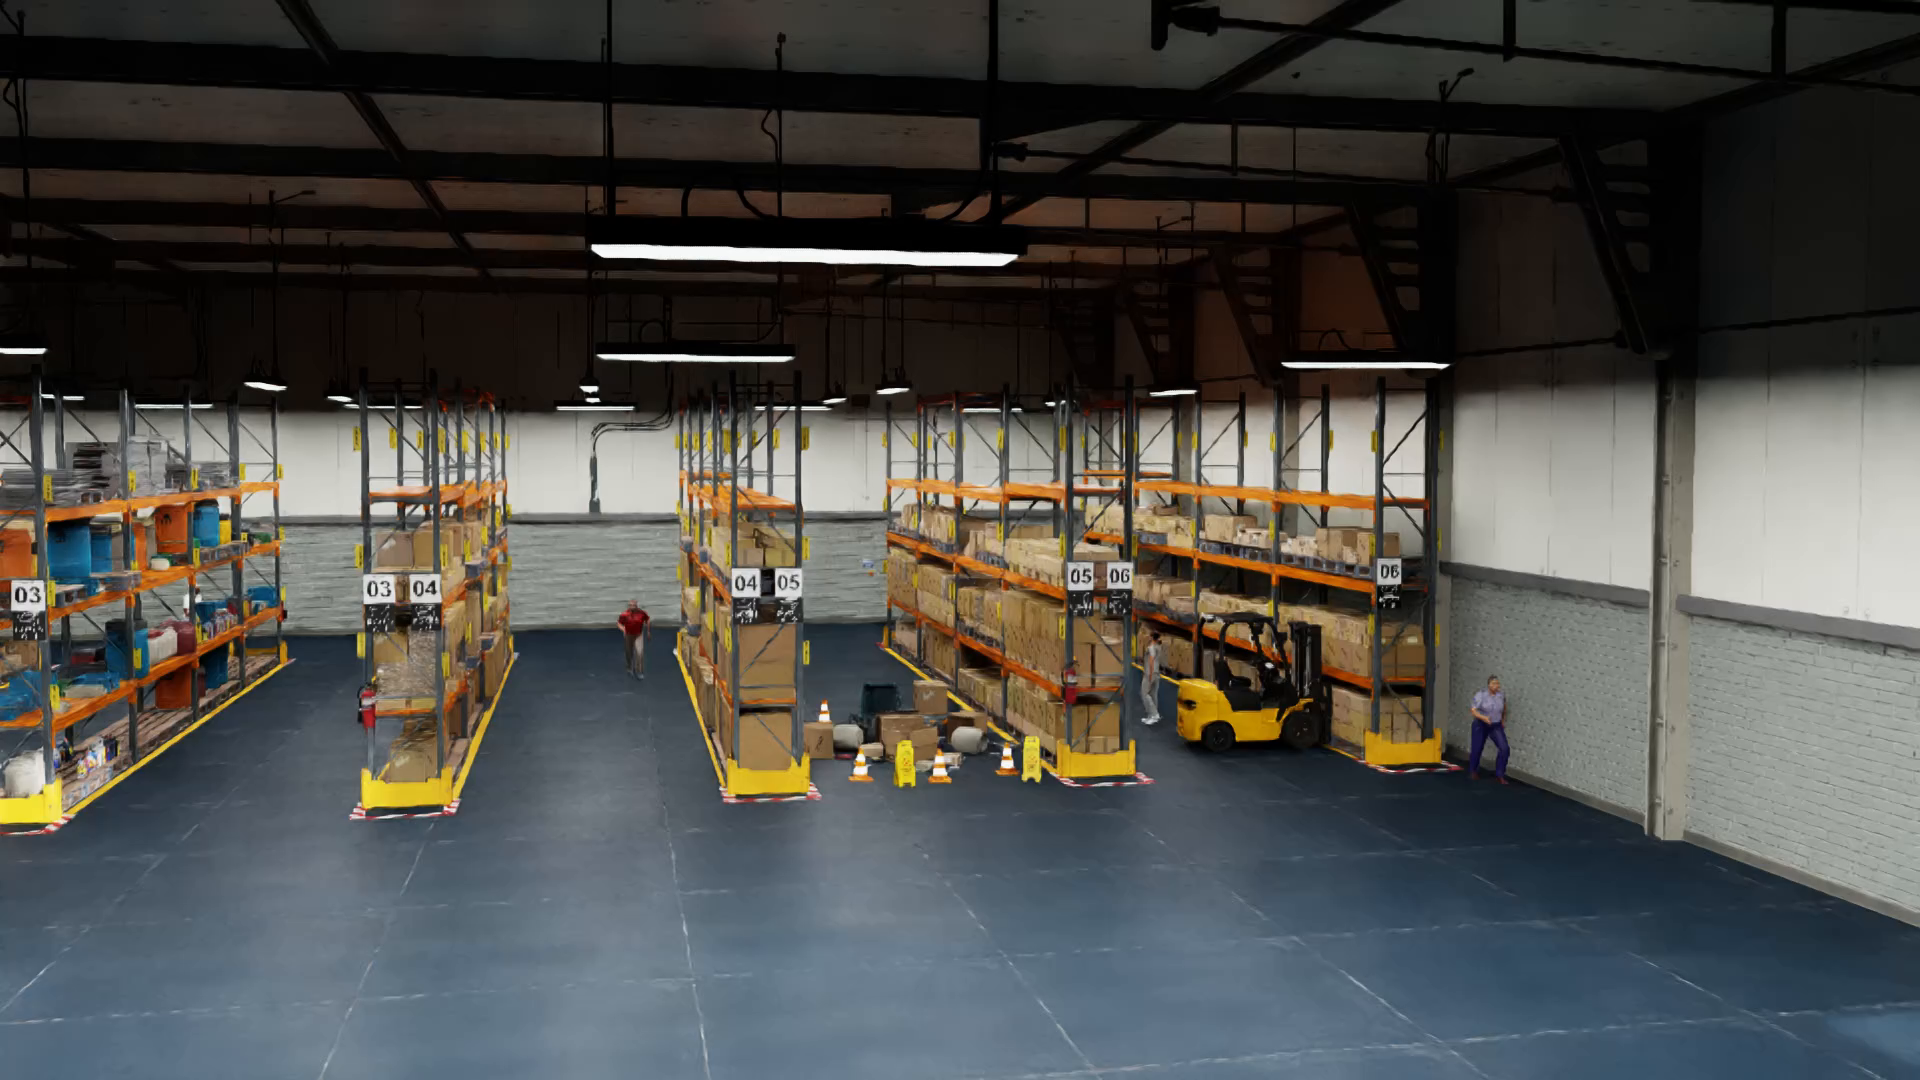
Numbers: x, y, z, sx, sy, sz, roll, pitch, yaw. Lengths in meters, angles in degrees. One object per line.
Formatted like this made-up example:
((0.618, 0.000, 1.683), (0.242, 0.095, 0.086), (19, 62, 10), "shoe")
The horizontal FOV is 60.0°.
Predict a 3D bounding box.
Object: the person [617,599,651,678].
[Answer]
((-6.935, 2.070, 35.351), (0.681, 1.663, 0.861), (0, 3, -7), "person")

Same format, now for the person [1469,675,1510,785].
((7.776, 2.759, 24.430), (0.635, 1.588, 0.800), (0, 3, -6), "person")

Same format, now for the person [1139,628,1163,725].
((3.382, 2.408, 29.489), (0.400, 1.668, 0.578), (1, 4, 23), "person")

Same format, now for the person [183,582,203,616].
((-17.723, 1.837, 38.394), (0.504, 1.766, 0.568), (1, 4, 23), "person")
